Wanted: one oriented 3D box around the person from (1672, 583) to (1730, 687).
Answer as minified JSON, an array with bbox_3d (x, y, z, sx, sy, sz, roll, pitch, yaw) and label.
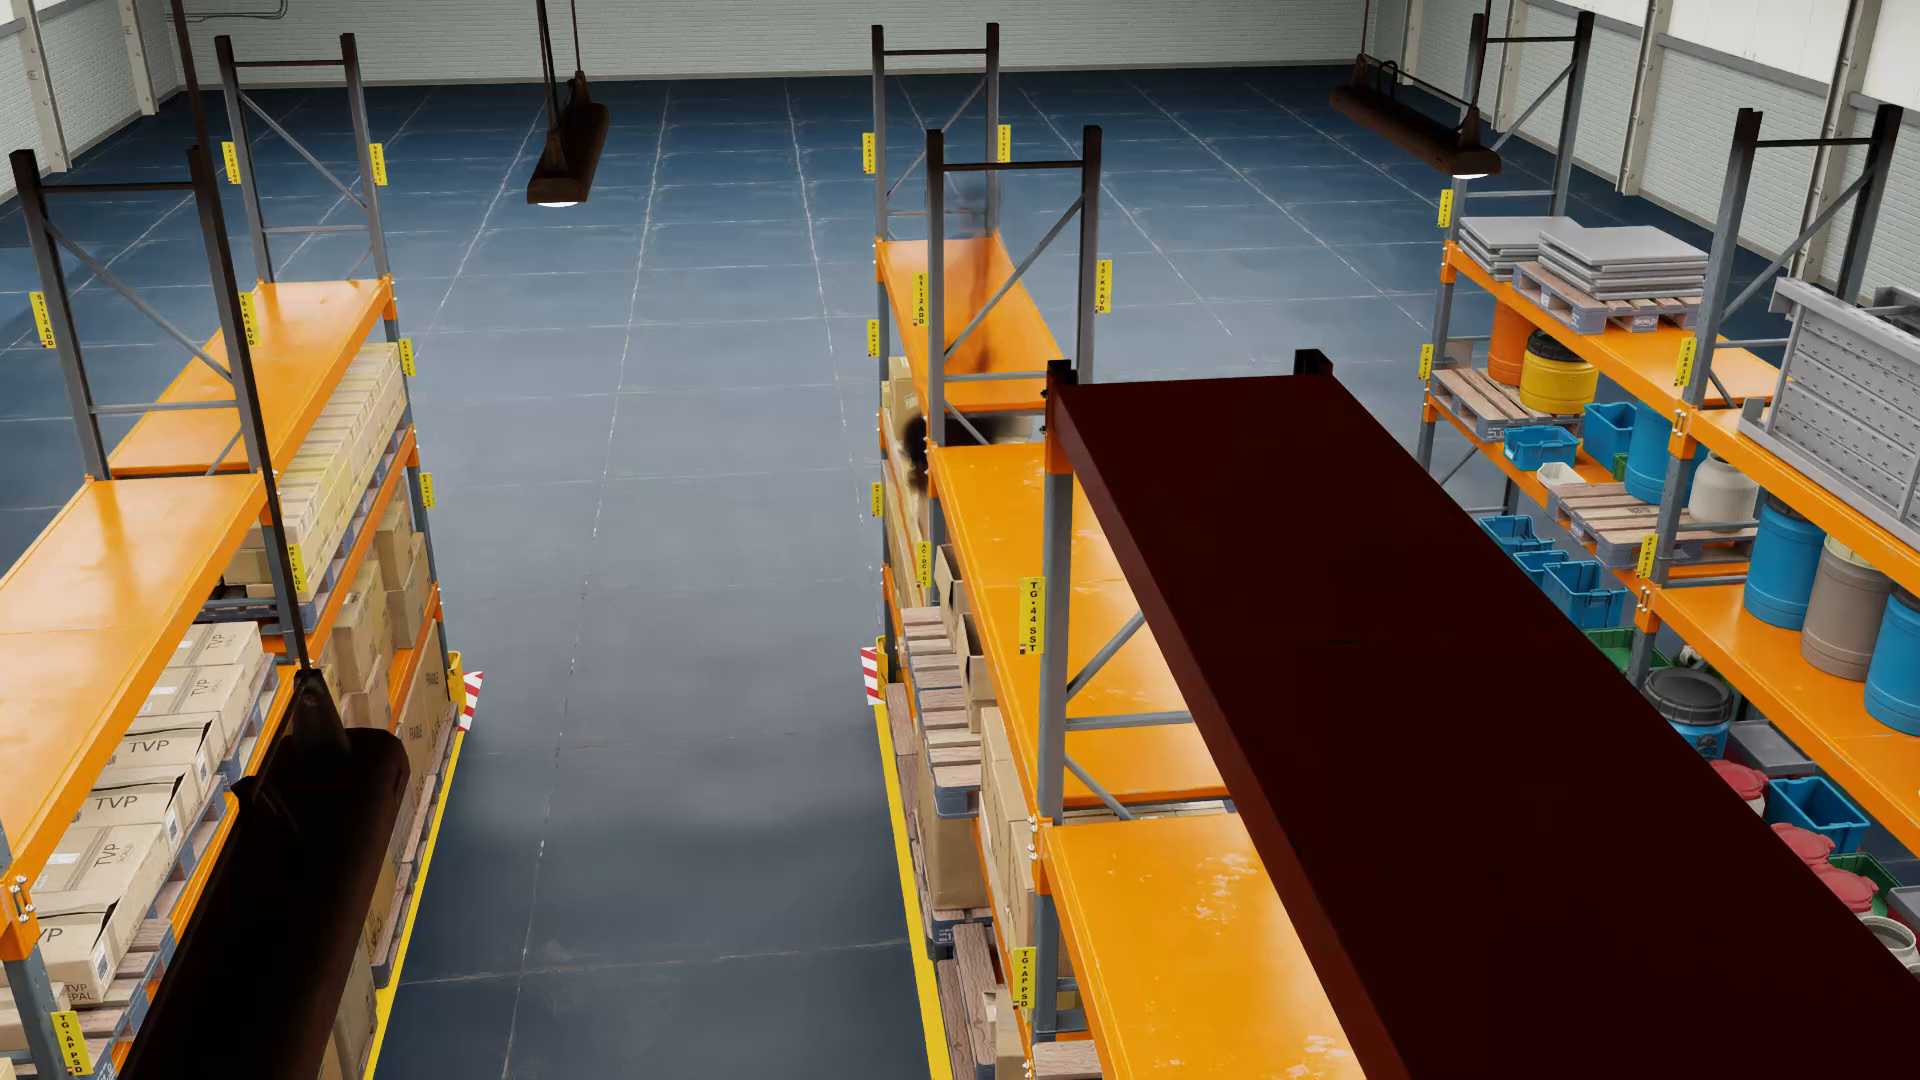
[{"bbox_3d":[6.424,1.006,14.295,0.646,1.840,0.886,-3,26,-7],"label":"person"}]
